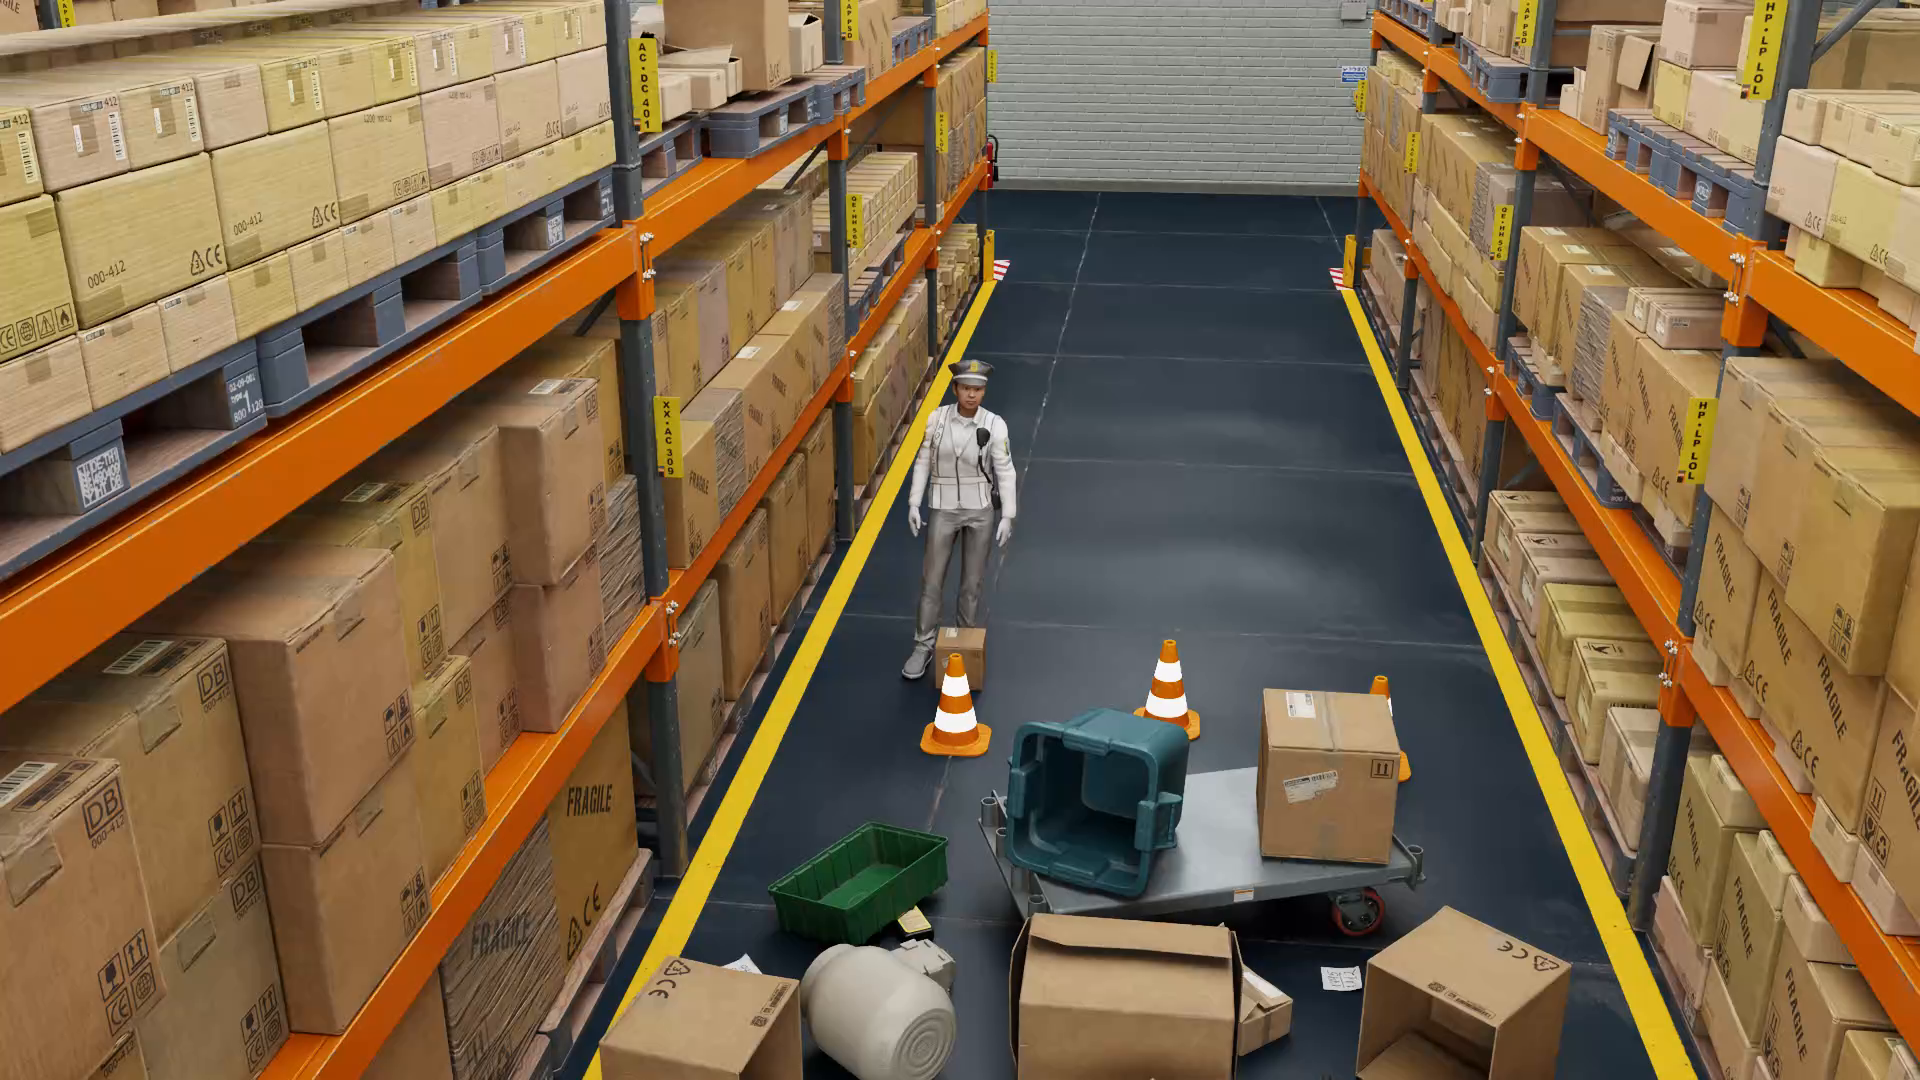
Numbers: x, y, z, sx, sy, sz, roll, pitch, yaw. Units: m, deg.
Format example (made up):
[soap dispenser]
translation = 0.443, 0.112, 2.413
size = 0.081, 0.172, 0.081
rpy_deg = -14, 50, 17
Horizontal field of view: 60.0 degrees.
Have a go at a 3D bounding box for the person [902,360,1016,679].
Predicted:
[person]
translation = 0.001, -0.121, 8.824
size = 0.586, 1.694, 0.530
rpy_deg = 3, 21, 6
